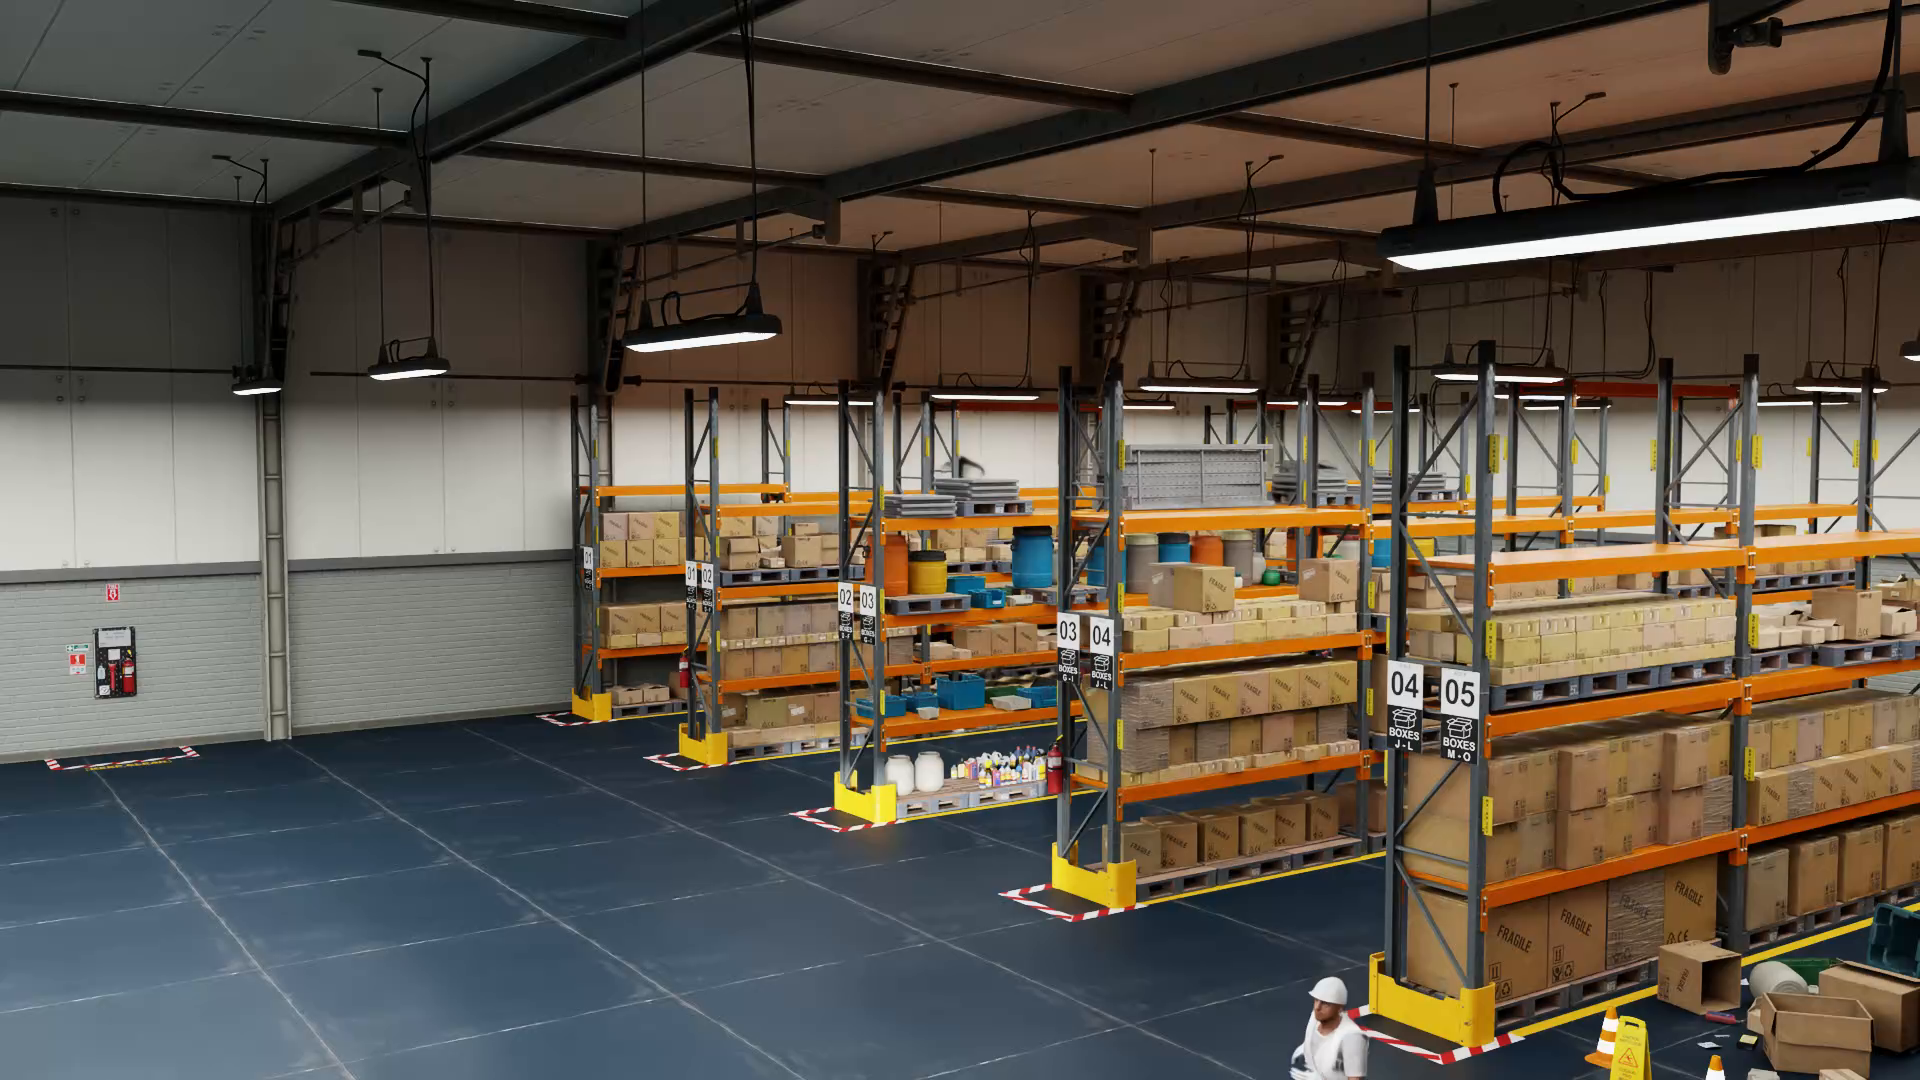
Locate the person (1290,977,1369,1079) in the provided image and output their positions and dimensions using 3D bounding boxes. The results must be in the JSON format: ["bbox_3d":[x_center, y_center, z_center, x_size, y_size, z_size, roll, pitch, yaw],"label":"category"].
[{"bbox_3d":[2.374,3.635,10.868,0.724,1.685,0.820,-3,5,-40],"label":"person"}]

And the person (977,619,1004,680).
[{"bbox_3d":[0.667,2.341,33.236,0.804,1.711,0.463,-3,5,-44],"label":"person"}]
